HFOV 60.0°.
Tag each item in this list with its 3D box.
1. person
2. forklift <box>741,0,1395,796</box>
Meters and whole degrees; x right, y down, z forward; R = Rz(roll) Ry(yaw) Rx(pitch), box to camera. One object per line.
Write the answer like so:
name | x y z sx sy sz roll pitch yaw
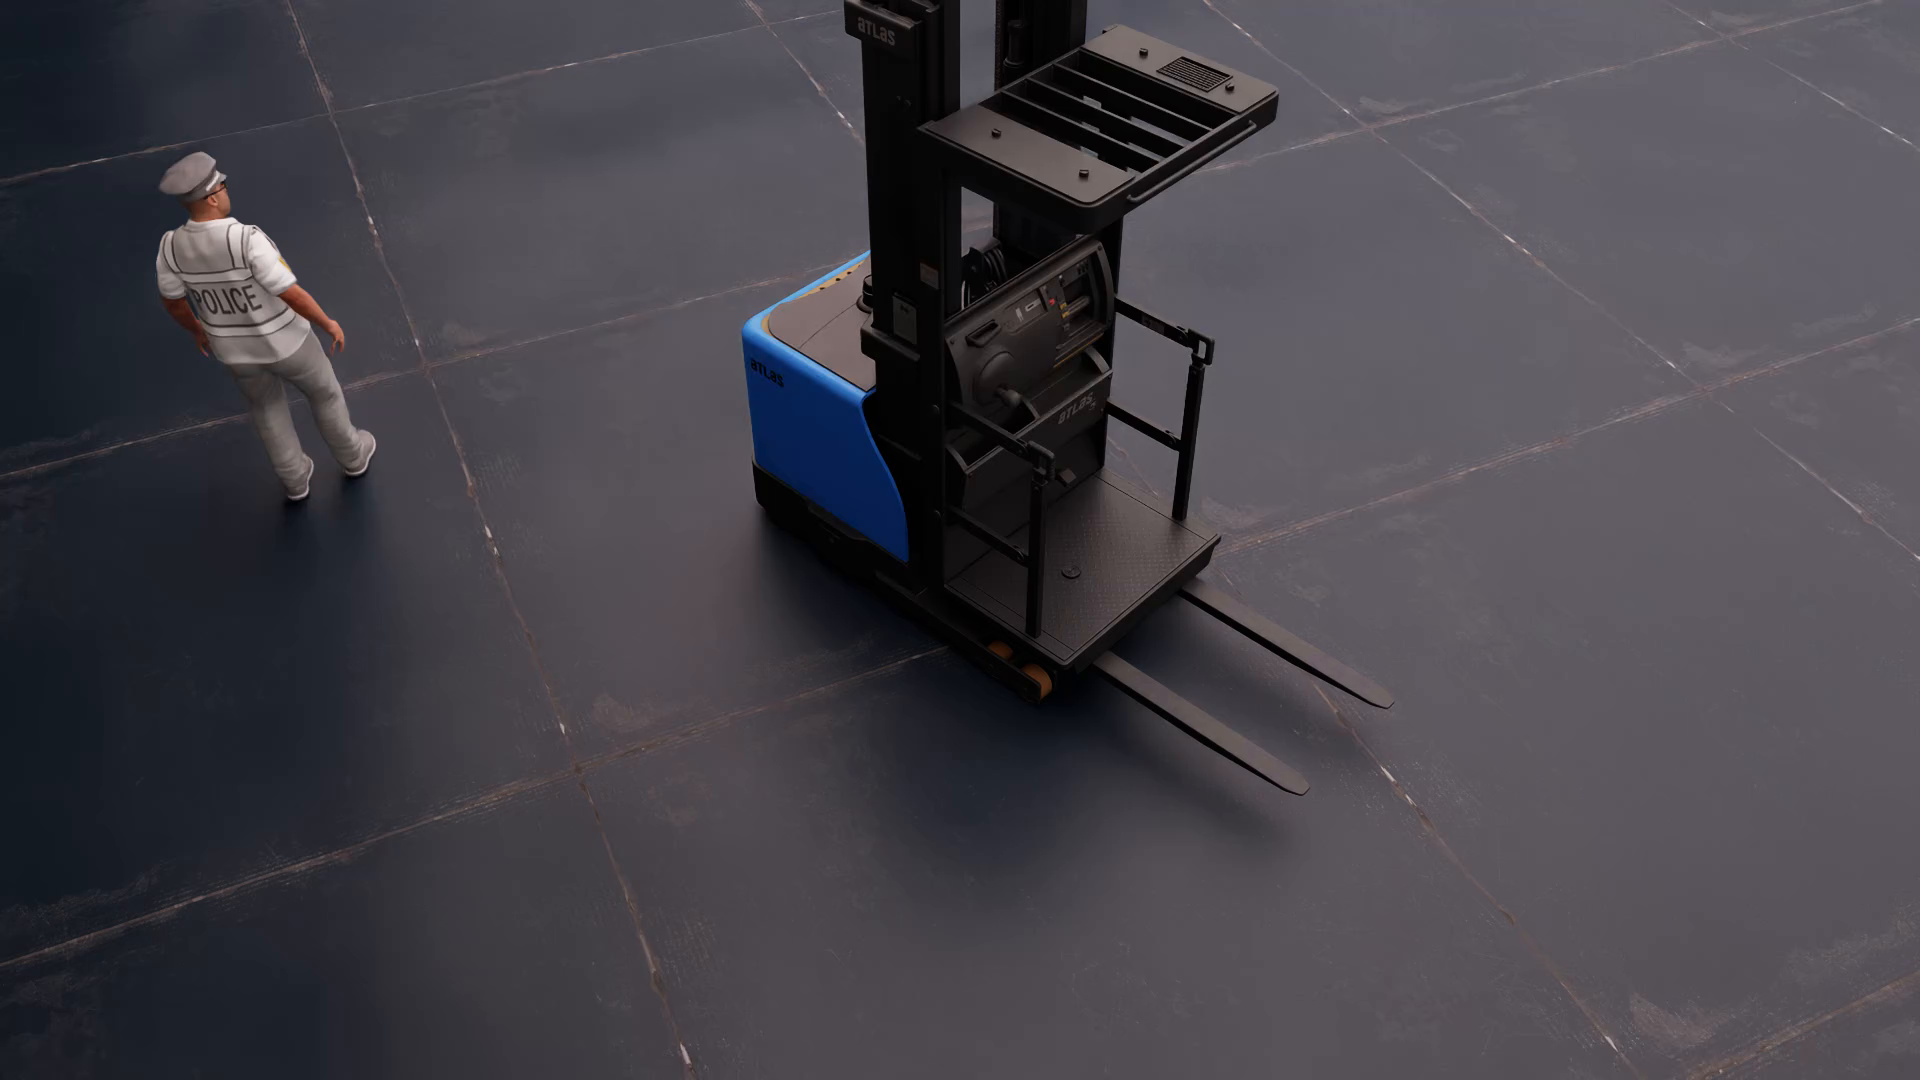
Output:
person | -3.159 -0.976 7.581 0.711 1.764 0.545 -1 43 -1
forklift | 0.445 -0.788 6.525 3.031 2.935 1.130 32 52 30
